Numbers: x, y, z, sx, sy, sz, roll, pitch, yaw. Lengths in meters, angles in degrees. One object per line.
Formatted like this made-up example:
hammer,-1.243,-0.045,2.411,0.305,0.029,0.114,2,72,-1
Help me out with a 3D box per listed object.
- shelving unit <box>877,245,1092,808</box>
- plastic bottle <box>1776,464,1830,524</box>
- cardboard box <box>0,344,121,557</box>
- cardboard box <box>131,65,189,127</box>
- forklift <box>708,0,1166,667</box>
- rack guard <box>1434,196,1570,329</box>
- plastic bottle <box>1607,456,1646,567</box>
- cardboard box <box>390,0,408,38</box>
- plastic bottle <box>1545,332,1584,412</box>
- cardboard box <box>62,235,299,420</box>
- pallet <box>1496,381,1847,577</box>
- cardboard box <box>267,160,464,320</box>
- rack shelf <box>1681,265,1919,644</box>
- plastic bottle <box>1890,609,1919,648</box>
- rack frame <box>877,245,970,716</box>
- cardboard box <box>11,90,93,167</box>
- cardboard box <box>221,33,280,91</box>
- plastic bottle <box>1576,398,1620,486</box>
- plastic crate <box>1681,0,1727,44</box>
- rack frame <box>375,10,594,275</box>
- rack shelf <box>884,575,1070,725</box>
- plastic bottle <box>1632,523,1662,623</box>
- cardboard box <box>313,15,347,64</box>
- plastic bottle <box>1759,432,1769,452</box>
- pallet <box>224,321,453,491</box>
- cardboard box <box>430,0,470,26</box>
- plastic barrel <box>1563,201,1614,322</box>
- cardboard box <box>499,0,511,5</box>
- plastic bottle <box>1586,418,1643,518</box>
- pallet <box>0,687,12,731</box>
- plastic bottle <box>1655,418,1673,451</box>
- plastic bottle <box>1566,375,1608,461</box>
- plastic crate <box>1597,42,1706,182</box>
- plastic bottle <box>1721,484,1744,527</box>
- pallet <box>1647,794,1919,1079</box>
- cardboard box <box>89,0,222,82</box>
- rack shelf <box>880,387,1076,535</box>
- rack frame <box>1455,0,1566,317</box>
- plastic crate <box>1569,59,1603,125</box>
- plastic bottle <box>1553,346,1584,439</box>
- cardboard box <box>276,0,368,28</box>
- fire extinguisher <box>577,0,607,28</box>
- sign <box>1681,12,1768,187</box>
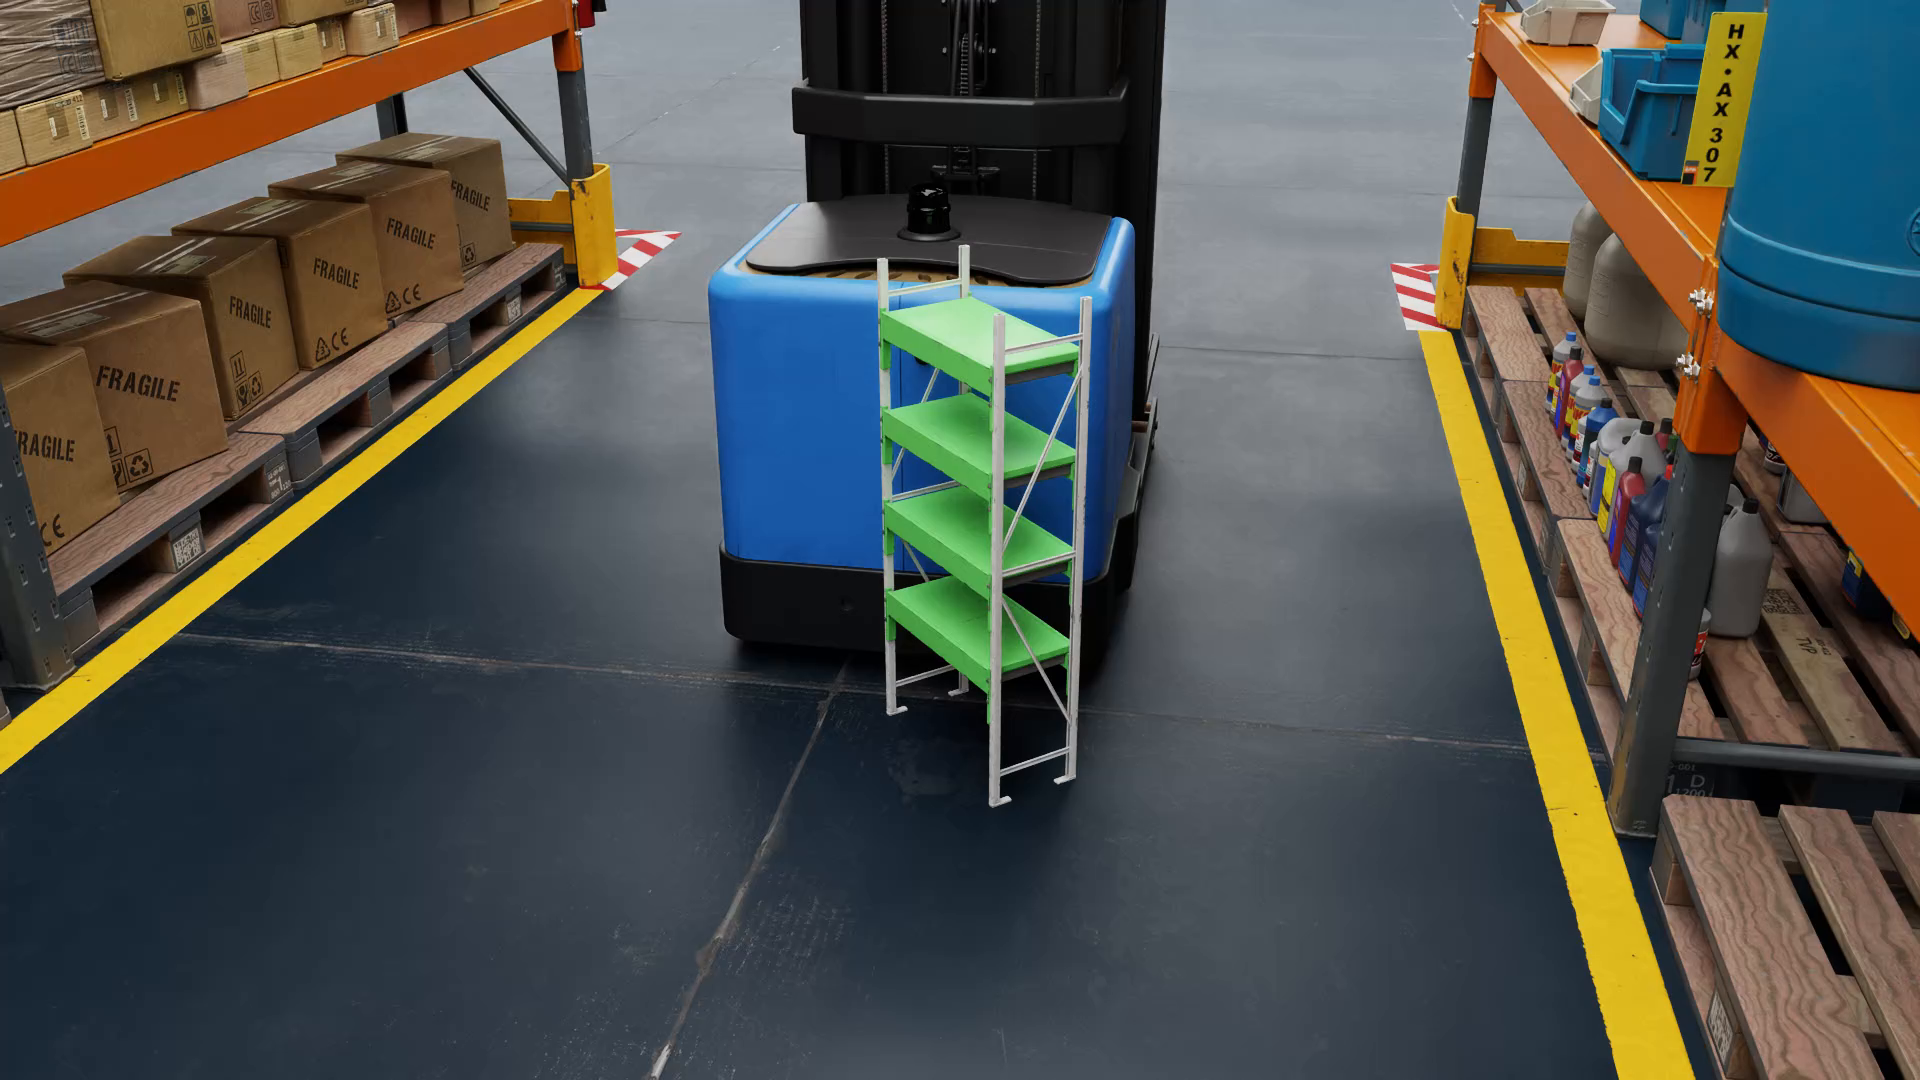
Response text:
shelving unit,0.045,-0.031,3.902,0.258,1.200,0.503,-15,29,-29
plastic bottle,2.490,-0.201,4.834,0.152,0.276,0.135,4,25,9
cardboard box,-2.782,-0.235,4.668,0.500,0.500,0.500,3,25,7
cardboard box,-2.457,-1.283,4.750,0.380,0.149,0.250,4,25,9
forklift,0.106,-1.591,5.191,1.130,2.935,3.031,4,25,9
rack guard,2.687,-1.175,7.171,1.175,0.500,0.348,4,25,9
plastic bottle,1.837,-0.079,4.566,0.061,0.283,0.133,6,26,12
cardboard box,-2.265,-1.914,6.098,0.380,0.149,0.250,4,25,9
plastic bottle,2.049,-0.569,5.628,0.097,0.271,0.097,0,25,0
cardboard box,-2.672,-0.741,5.747,0.500,0.500,0.500,2,25,4
pallet,2.347,-0.196,5.421,1.003,0.211,1.213,4,25,9
cardboard box,-2.416,-1.231,6.796,0.500,0.500,0.500,11,27,22
rack shelf,1.672,0.493,1.508,1.077,0.370,4.000,4,25,9
plastic bottle,2.404,0.114,4.153,0.061,0.283,0.133,4,25,9
rack frame,-0.083,-0.119,4.090,0.240,1.200,0.015,-15,29,-29
cardboard box,-2.502,-1.072,4.298,0.380,0.149,0.250,4,25,9
cardboard box,-2.375,-1.493,5.197,0.380,0.149,0.250,4,25,9
plastic bottle,1.944,-0.299,5.051,0.097,0.271,0.097,0,25,0
plastic crate,2.754,-1.774,5.677,0.499,0.251,0.408,4,25,9
rack frame,-2.234,-2.686,7.449,1.000,3.000,0.127,4,25,9
rack shelf,0.045,0.244,4.031,0.258,0.148,0.480,-15,29,-29
plastic bottle,1.820,0.042,4.229,0.144,0.351,0.185,3,25,7
cardboard box,-2.327,-1.704,5.649,0.380,0.149,0.250,4,25,9
plastic bottle,2.612,-0.417,5.287,0.061,0.283,0.133,4,25,9
pallet,-2.615,-0.545,6.165,1.003,0.211,1.213,4,25,9
cardboard box,-2.164,-2.122,6.542,0.380,0.149,0.250,4,25,9
plastic barrel,2.621,-1.125,6.555,0.421,0.512,0.421,0,25,0
cardboard box,-2.118,-2.334,6.994,0.380,0.149,0.250,4,25,9
plastic bottle,1.935,-0.208,4.849,0.152,0.276,0.135,4,25,9
pallet,-3.013,0.576,3.771,1.003,0.211,1.213,4,25,9
plastic bottle,2.040,-0.204,4.832,0.061,0.283,0.133,4,25,9
plastic bottle,1.977,-0.384,5.232,0.097,0.271,0.097,0,25,0
plastic crate,1.912,-1.084,4.203,0.499,0.251,0.616,4,25,9
plastic bottle,2.002,-0.005,4.416,0.152,0.276,0.135,4,25,9
pallet,1.909,0.924,3.026,1.003,0.211,1.213,4,25,9
cardboard box,-2.636,-1.583,4.626,0.875,0.500,0.500,4,25,9
rack shelf,0.045,-0.191,3.827,0.258,0.148,0.480,-15,29,-29
rack frame,2.653,-2.343,6.716,1.000,3.000,0.127,4,25,9
plastic crate,2.015,-1.247,4.686,0.530,0.136,0.437,4,25,9
plastic bottle,1.994,-0.481,5.425,0.061,0.283,0.133,4,25,9
cardboard box,-2.531,-2.006,5.528,0.875,0.500,0.500,4,25,9
fire extinguisher,-1.760,-2.667,7.500,0.296,0.674,0.183,4,25,9
sign,1.458,-0.838,3.175,0.100,0.325,0.005,4,25,9
